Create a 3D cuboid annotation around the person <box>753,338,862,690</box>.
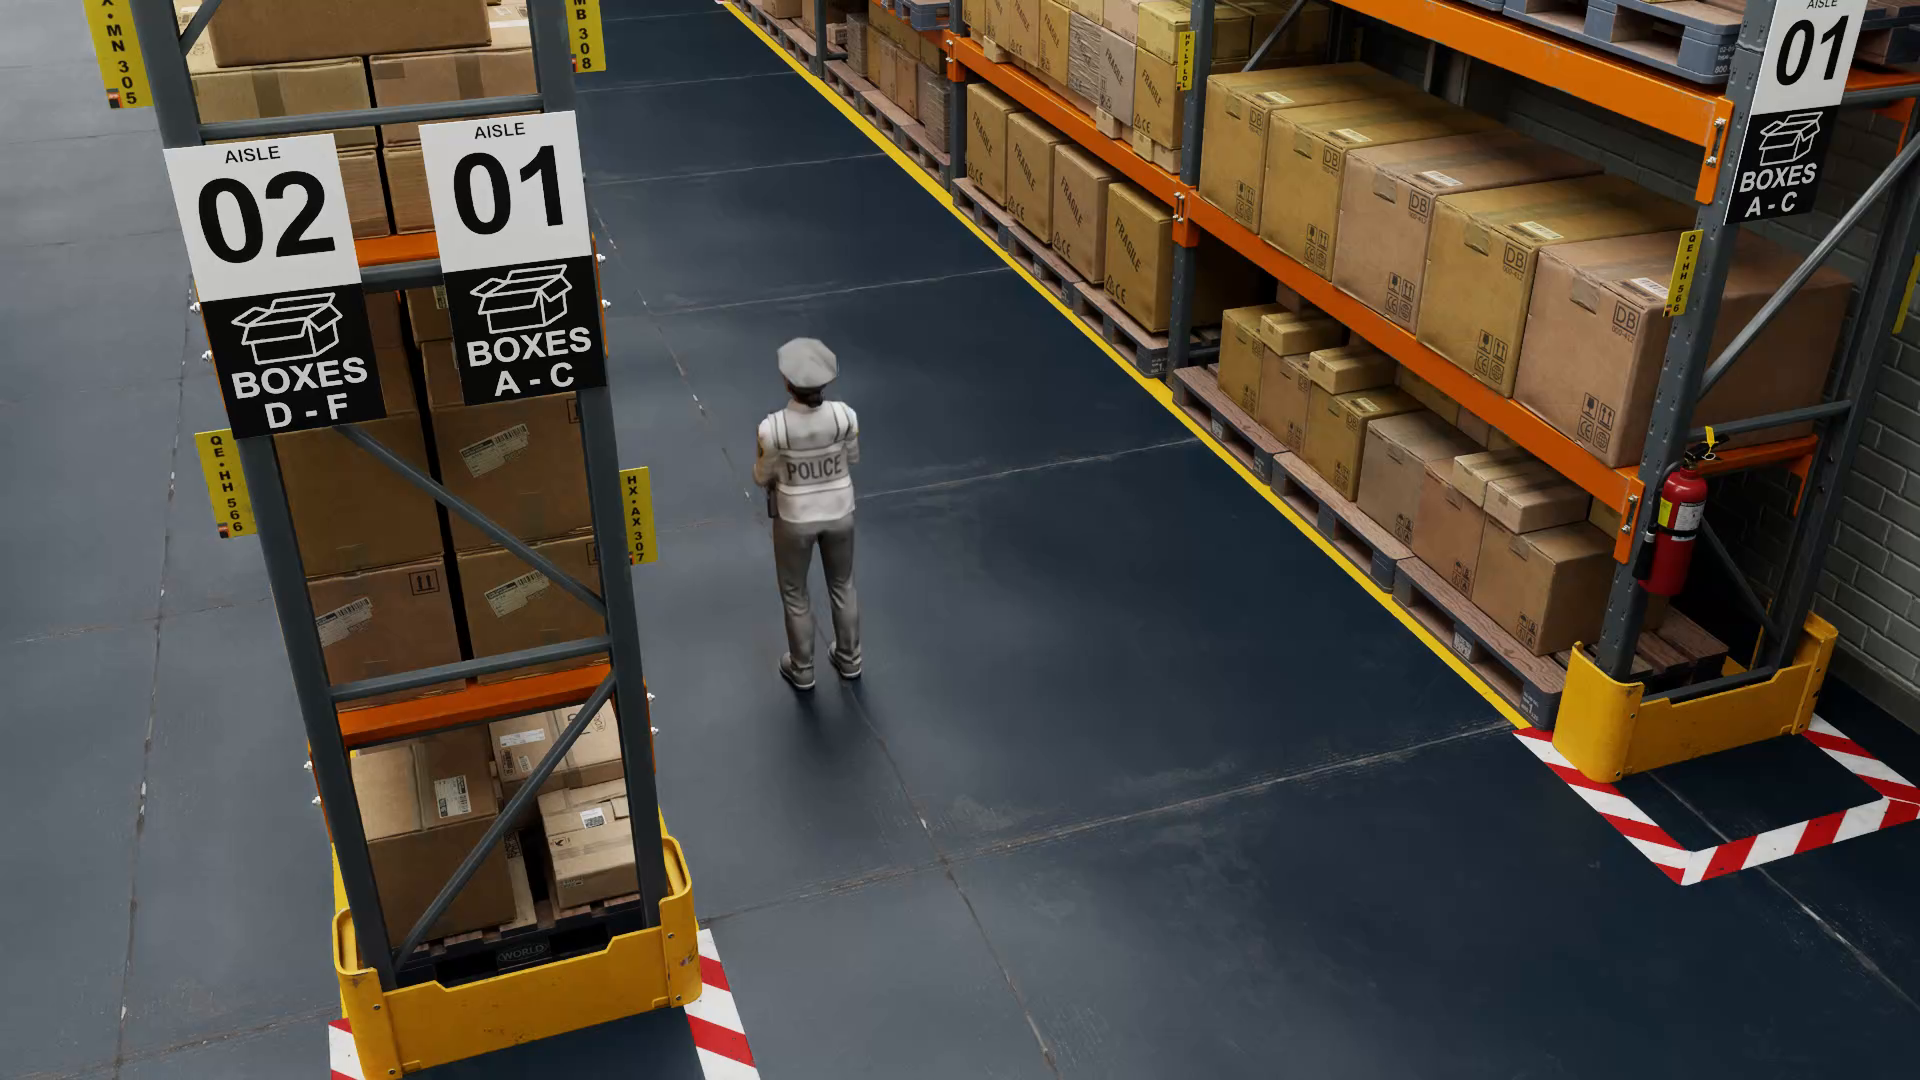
[{"bbox_3d":[-0.671,-0.138,7.335,0.466,1.693,0.554,-10,32,-17],"label":"person"}]
